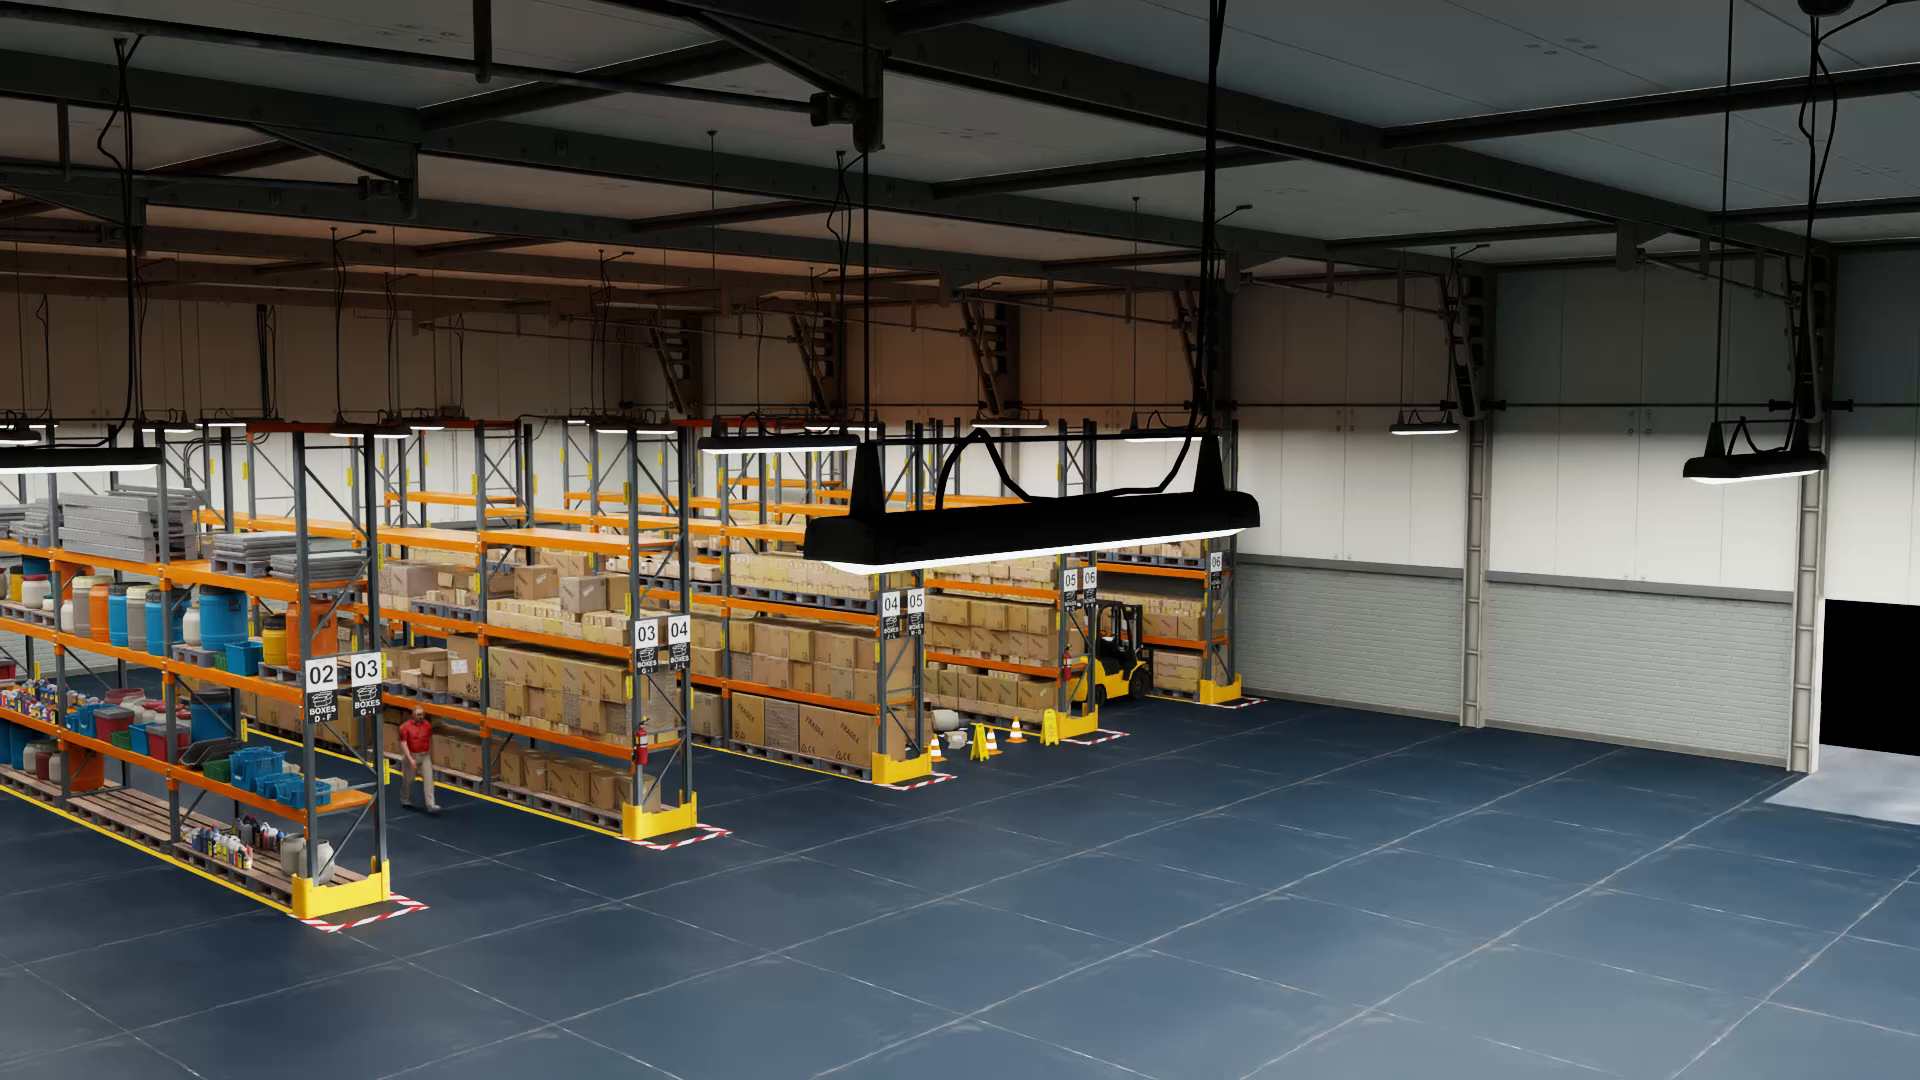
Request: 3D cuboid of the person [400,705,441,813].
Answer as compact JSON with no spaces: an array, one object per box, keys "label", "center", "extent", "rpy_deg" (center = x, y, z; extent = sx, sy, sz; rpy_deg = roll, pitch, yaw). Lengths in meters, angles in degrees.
[{"label":"person","center":[-8.406,3.392,25.827],"extent":[0.529,1.644,1.139],"rpy_deg":[-4,6,-38]}]
